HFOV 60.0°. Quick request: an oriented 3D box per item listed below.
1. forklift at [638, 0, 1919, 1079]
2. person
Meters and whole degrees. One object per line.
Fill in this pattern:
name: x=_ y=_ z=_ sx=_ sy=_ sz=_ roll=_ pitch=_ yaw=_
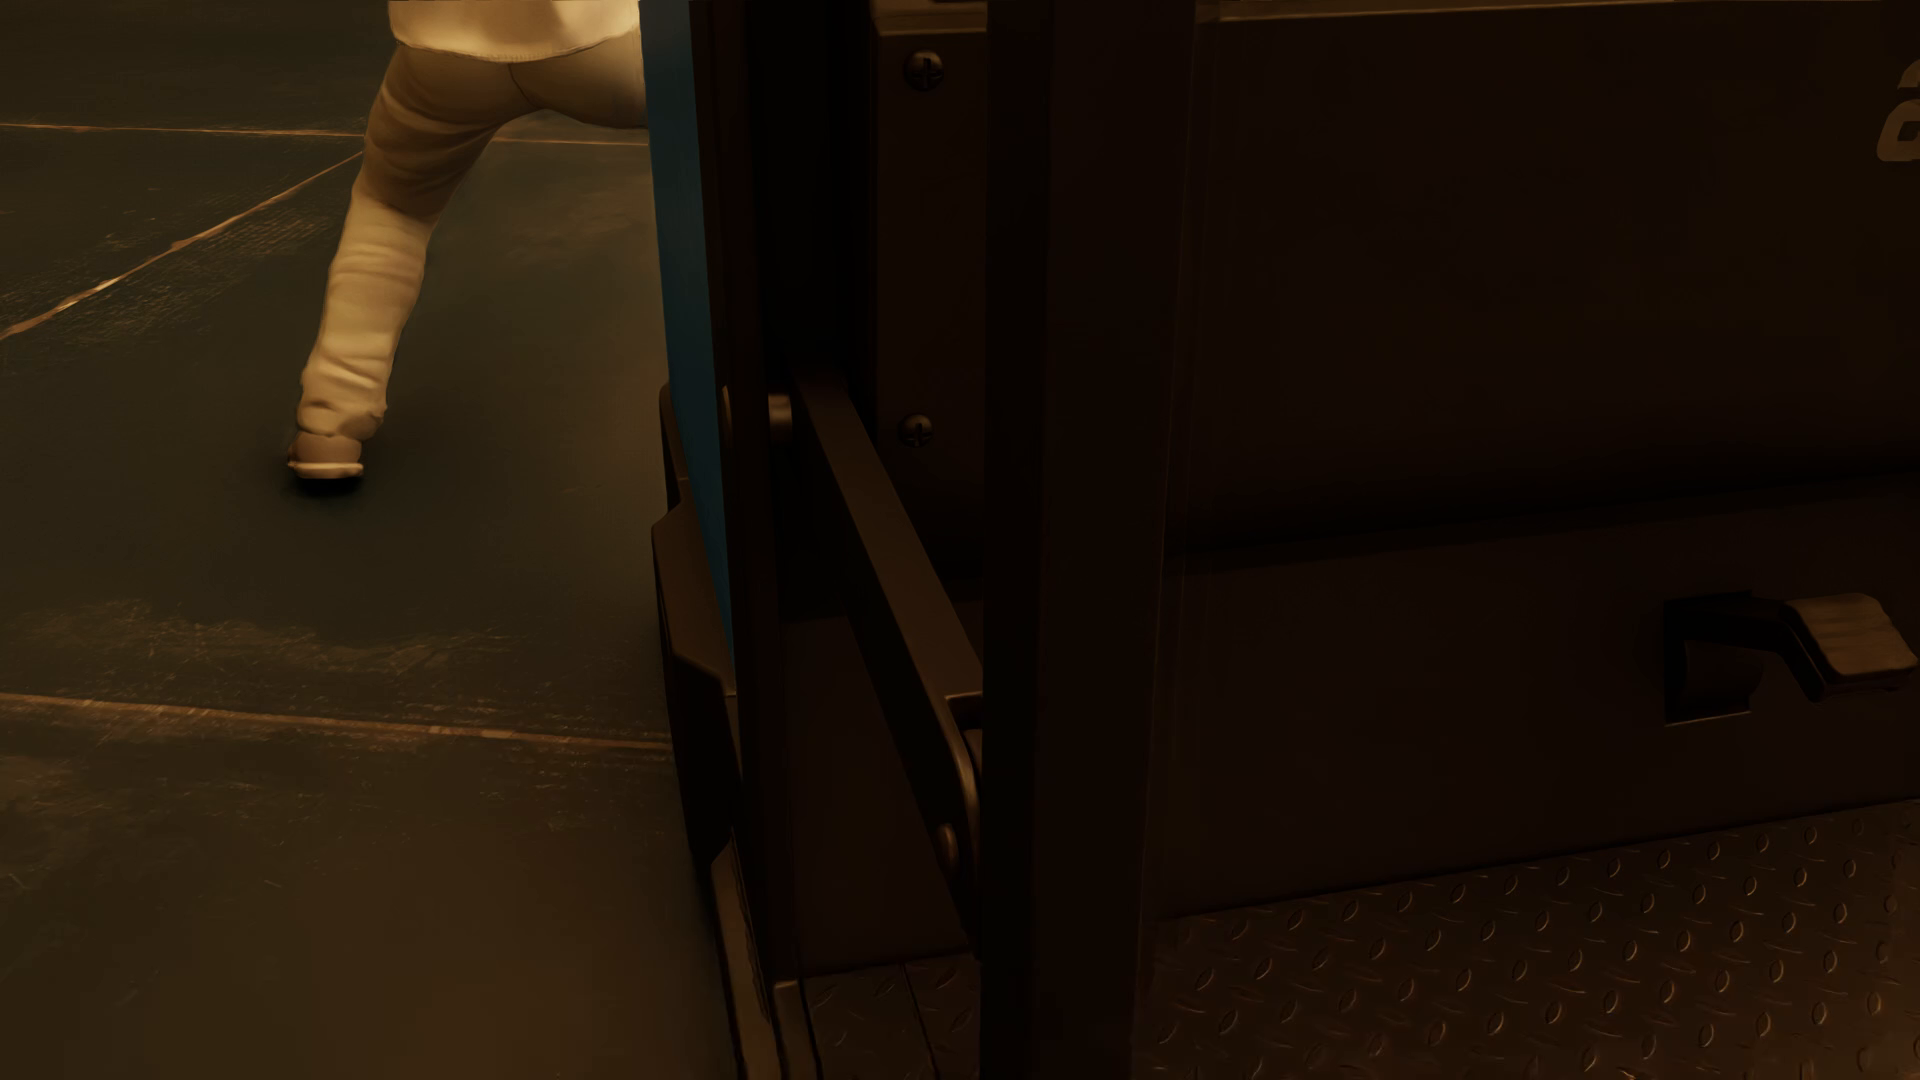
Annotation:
forklift: x=0.447 y=-0.664 z=0.548 sx=1.130 sy=2.935 sz=3.031 roll=-6 pitch=27 yaw=-12
person: x=-0.671 y=-0.861 z=2.593 sx=0.947 sy=1.541 sz=0.789 roll=7 pitch=27 yaw=14
